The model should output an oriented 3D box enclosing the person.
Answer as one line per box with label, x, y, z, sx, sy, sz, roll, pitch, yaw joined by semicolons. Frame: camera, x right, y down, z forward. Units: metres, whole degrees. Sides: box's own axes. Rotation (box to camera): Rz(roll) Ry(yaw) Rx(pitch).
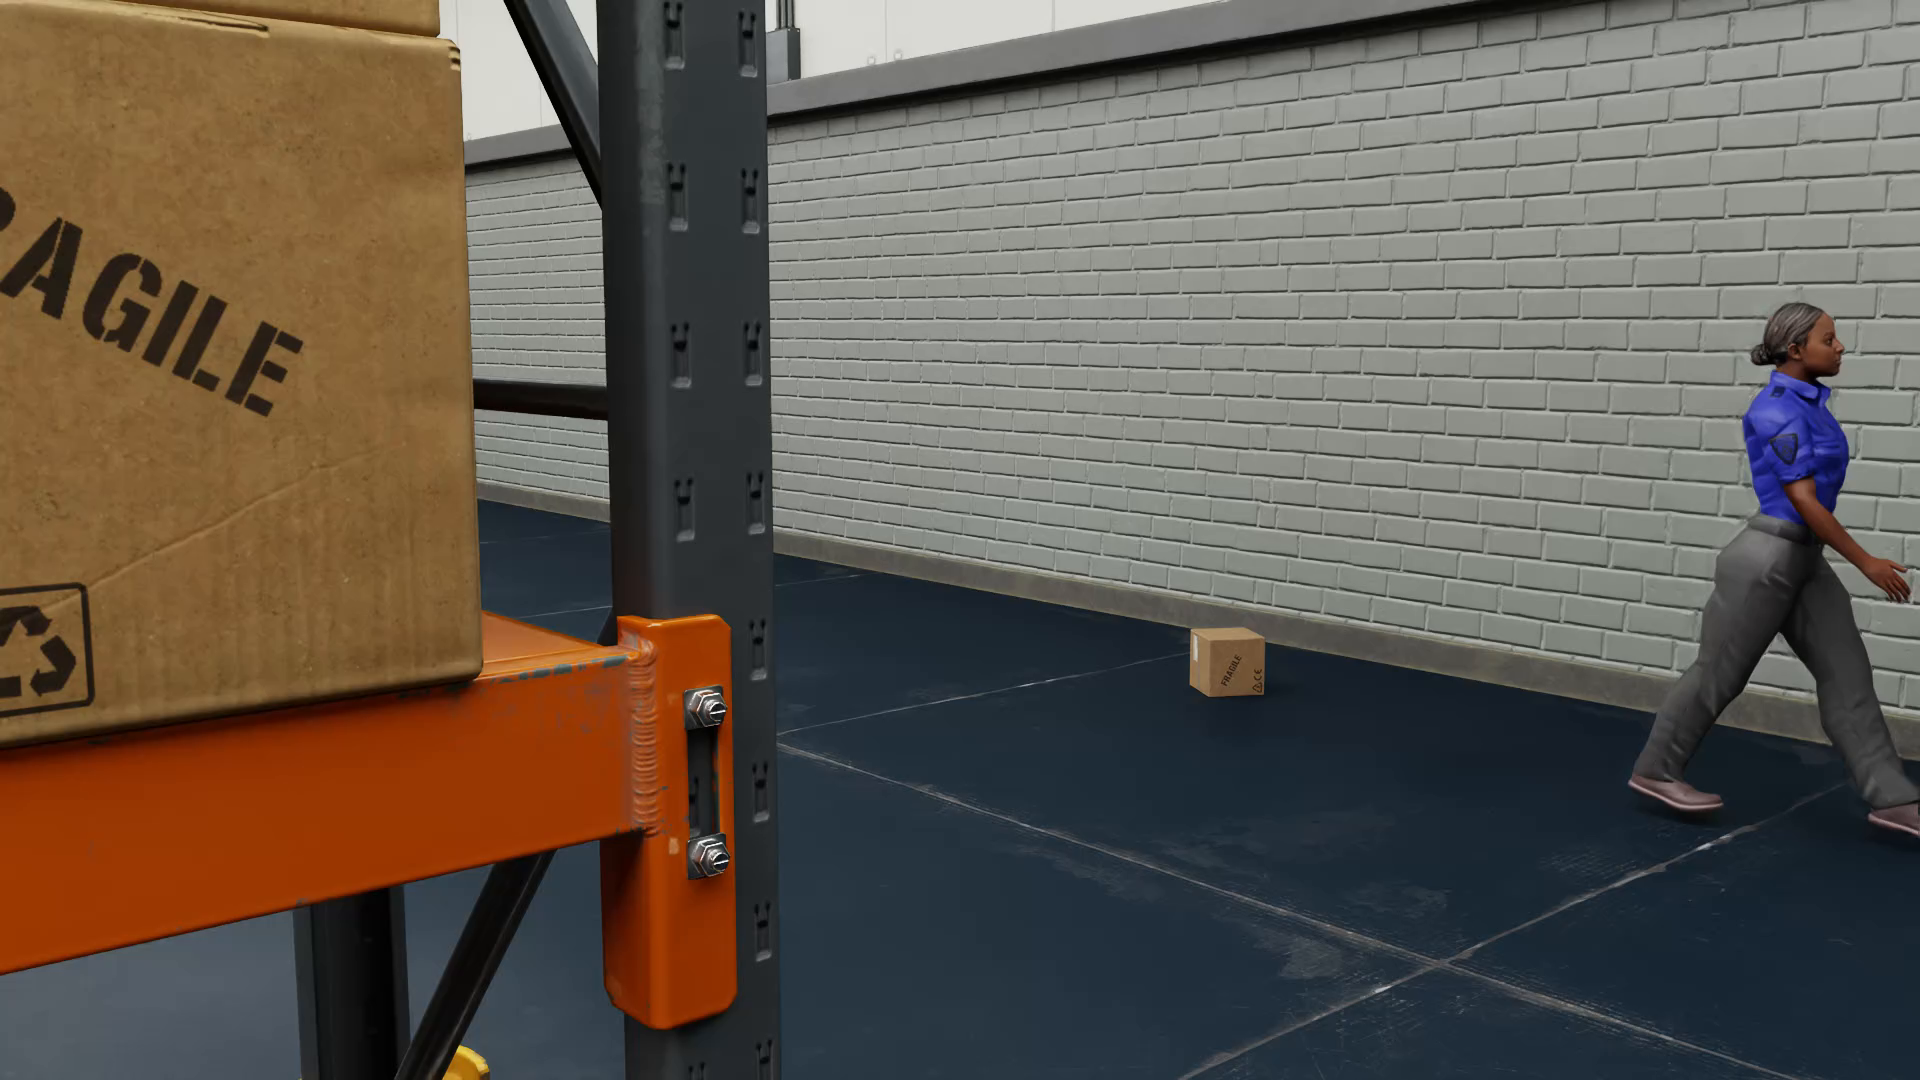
person;2.582;0.087;5.057;0.967;1.604;0.443;7;10;43
